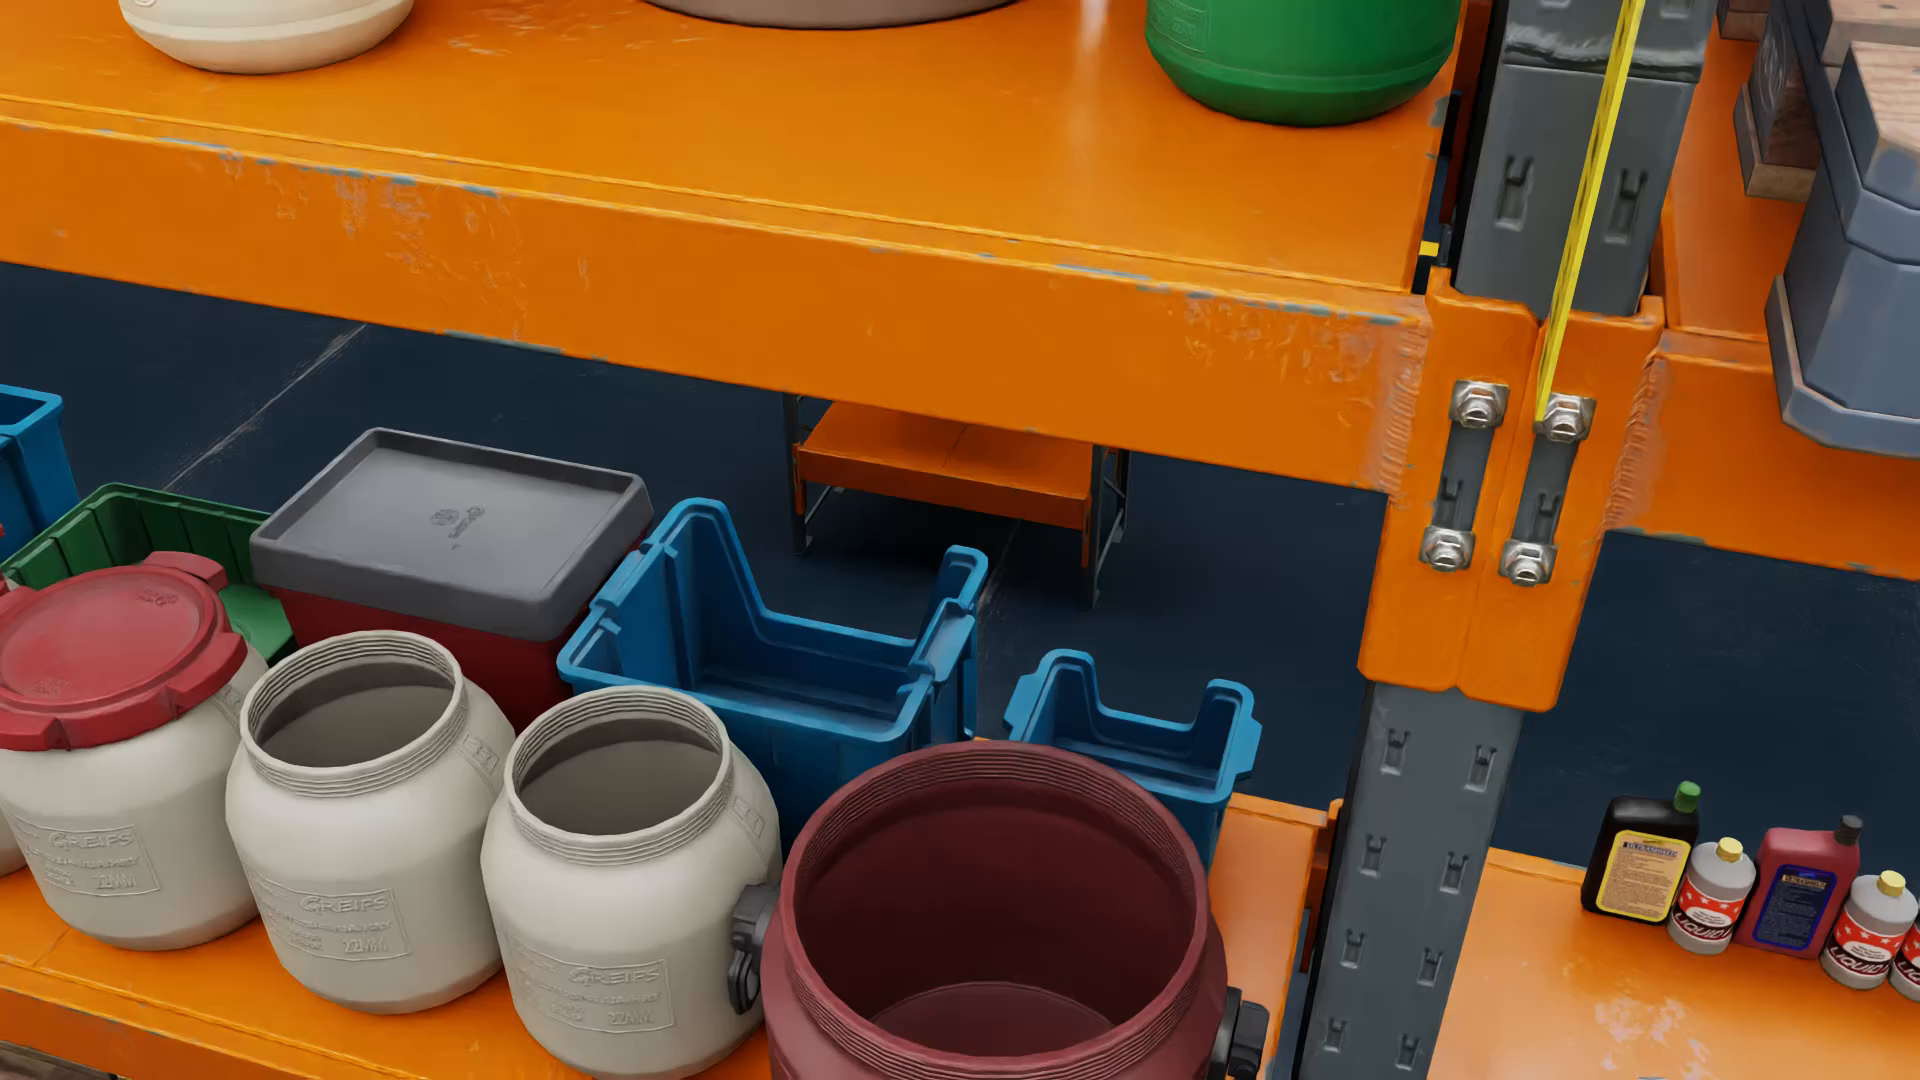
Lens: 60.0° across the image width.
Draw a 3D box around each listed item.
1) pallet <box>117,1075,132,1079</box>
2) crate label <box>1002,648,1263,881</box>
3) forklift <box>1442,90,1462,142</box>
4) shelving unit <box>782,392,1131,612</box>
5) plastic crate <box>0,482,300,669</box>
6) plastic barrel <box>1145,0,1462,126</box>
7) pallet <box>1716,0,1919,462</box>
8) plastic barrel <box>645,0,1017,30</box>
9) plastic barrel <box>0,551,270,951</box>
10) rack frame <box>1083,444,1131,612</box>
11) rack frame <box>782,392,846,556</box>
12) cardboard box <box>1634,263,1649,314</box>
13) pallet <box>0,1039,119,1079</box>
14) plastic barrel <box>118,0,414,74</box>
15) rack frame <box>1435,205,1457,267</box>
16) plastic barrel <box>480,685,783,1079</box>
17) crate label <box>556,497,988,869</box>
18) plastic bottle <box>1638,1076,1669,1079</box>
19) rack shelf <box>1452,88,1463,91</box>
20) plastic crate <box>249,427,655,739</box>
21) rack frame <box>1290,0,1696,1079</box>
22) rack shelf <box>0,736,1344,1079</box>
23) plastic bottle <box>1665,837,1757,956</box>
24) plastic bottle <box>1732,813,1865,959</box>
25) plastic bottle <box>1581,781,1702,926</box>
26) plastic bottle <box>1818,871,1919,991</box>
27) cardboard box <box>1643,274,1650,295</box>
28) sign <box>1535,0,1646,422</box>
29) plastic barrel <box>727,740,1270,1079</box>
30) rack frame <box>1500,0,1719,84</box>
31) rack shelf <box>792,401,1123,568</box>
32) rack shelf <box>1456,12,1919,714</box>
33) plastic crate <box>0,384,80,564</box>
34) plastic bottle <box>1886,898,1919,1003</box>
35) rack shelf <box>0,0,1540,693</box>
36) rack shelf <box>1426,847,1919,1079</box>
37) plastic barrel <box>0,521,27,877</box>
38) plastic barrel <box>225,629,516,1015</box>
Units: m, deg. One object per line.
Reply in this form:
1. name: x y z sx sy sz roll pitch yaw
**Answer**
1. pallet: -1.312 1.360 3.724 1.213 0.211 1.003 10 38 14
2. crate label: 0.286 0.394 2.826 0.416 0.233 0.303 10 38 14
3. forklift: 2.980 -3.987 8.695 1.130 2.935 3.031 20 41 25
4. shelving unit: 0.006 -0.452 5.415 1.048 1.125 0.538 10 38 14
5. plastic crate: -1.495 0.139 3.209 0.662 0.188 0.450 10 38 14
6. plastic barrel: 0.325 -0.547 1.564 0.294 0.245 0.294 0 36 0
7. pallet: 1.277 -0.328 1.295 1.213 0.211 1.003 10 38 14
8. plastic barrel: -0.143 -1.065 1.713 0.600 0.901 0.600 0 36 0
9. plastic barrel: -1.281 0.351 2.629 0.433 0.535 0.433 0 36 0
10. rack frame: 0.492 -0.362 5.293 0.032 1.125 0.500 10 38 14
11. rack frame: -0.479 -0.542 5.537 0.032 1.125 0.500 10 38 14
12. cardboard box: 2.406 -1.117 6.475 0.500 0.500 0.500 12 38 16
13. pallet: -2.481 1.146 4.015 1.213 0.211 1.003 10 38 14
14. plastic barrel: -0.707 -0.632 1.664 0.301 0.262 0.301 0 36 0
15. rack frame: 2.057 -2.189 6.194 0.127 3.000 1.000 10 38 14
16. plastic barrel: -0.469 0.507 2.436 0.421 0.512 0.421 0 36 0
17. crate label: -0.291 0.270 2.823 0.616 0.435 0.502 10 38 14
18. plastic bottle: 0.938 0.836 2.188 0.135 0.276 0.152 10 38 14
19. rack shelf: 0.148 -2.253 6.887 4.000 0.370 1.077 10 38 14
20. plastic crate: -0.875 0.128 2.991 0.583 0.464 0.402 10 38 14
21. rack frame: 0.576 0.613 2.387 0.127 3.000 1.000 10 38 14
22. rack shelf: -1.333 0.549 3.080 4.000 0.370 1.077 10 38 14
23. plastic bottle: 1.194 0.554 2.635 0.097 0.201 0.097 0 36 0
24. plastic bottle: 1.310 0.531 2.597 0.133 0.283 0.061 10 38 14
25. plastic bottle: 1.090 0.490 2.652 0.133 0.283 0.061 10 38 14
26. plastic bottle: 1.415 0.595 2.579 0.097 0.201 0.097 0 36 0
27. cardboard box: 2.907 -1.028 6.354 0.500 0.500 0.500 9 37 12
28. sign: 0.419 -0.240 1.104 0.005 0.325 0.100 10 38 14
29. plastic barrel: 0.043 0.648 2.225 0.708 0.536 0.600 10 38 14
30. rack frame: 0.576 -1.803 0.608 0.127 3.000 1.000 10 38 14
31. rack shelf: 0.006 -0.255 5.560 1.000 0.278 0.538 10 38 14
32. rack shelf: 2.485 0.048 1.230 4.000 0.370 1.077 10 38 14
33. plastic crate: -2.096 -0.069 3.326 0.575 0.384 0.392 10 38 14
34. plastic bottle: 1.507 0.612 2.556 0.097 0.201 0.097 0 36 0
35. rack shelf: -1.333 -0.659 2.191 4.000 0.370 1.077 10 38 14
36. rack shelf: 2.485 1.256 2.120 4.000 0.370 1.077 10 38 14
37. plastic barrel: -1.694 0.274 2.732 0.433 0.535 0.433 0 36 0
38. plastic barrel: -0.871 0.433 2.538 0.421 0.512 0.421 0 36 0
